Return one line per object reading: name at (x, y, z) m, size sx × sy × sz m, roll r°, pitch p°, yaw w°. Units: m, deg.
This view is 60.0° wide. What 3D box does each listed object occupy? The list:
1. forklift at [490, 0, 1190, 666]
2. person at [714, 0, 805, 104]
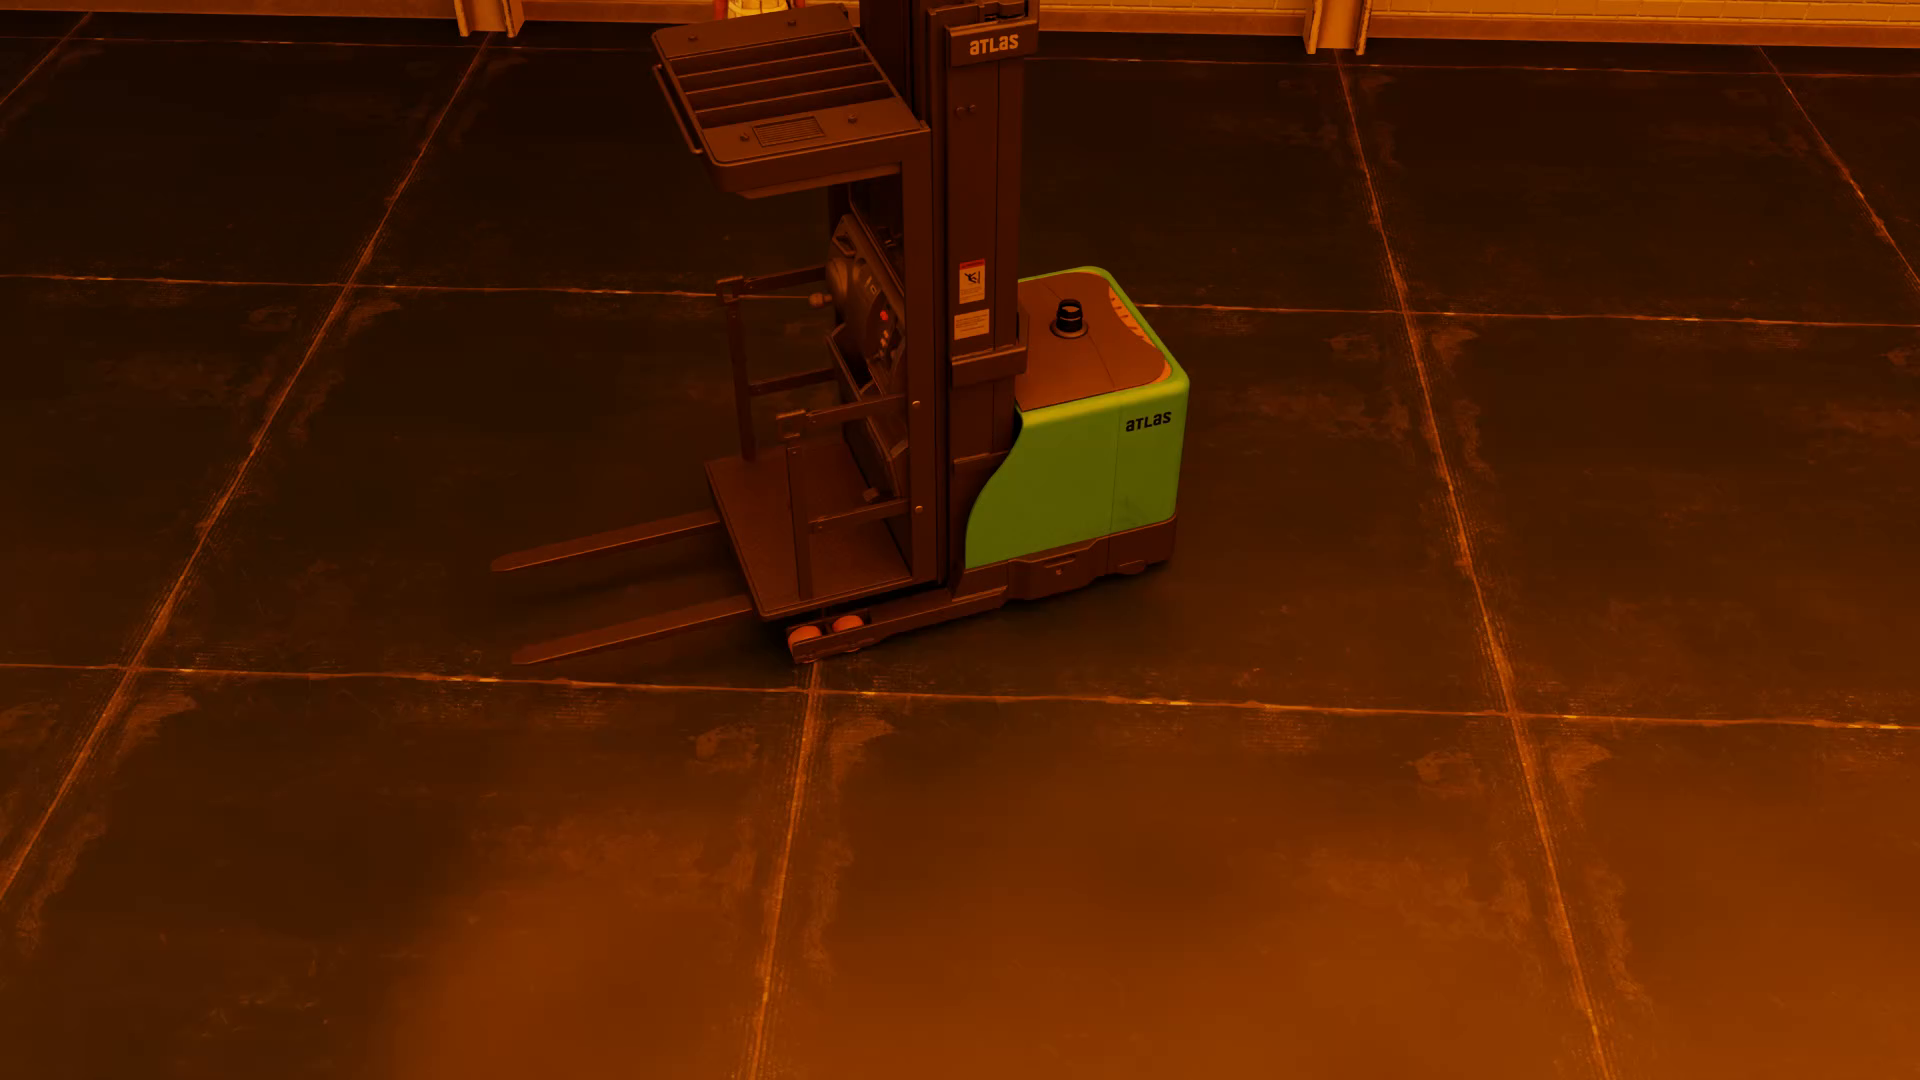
forklift at (-0.573, -0.945, 6.778) m, size 3.031 × 2.935 × 1.130 m, roll -13°, pitch 44°, yaw -14°
person at (-1.169, -3.028, 10.007) m, size 0.590 × 1.666 × 0.420 m, roll -8°, pitch 43°, yaw -9°
